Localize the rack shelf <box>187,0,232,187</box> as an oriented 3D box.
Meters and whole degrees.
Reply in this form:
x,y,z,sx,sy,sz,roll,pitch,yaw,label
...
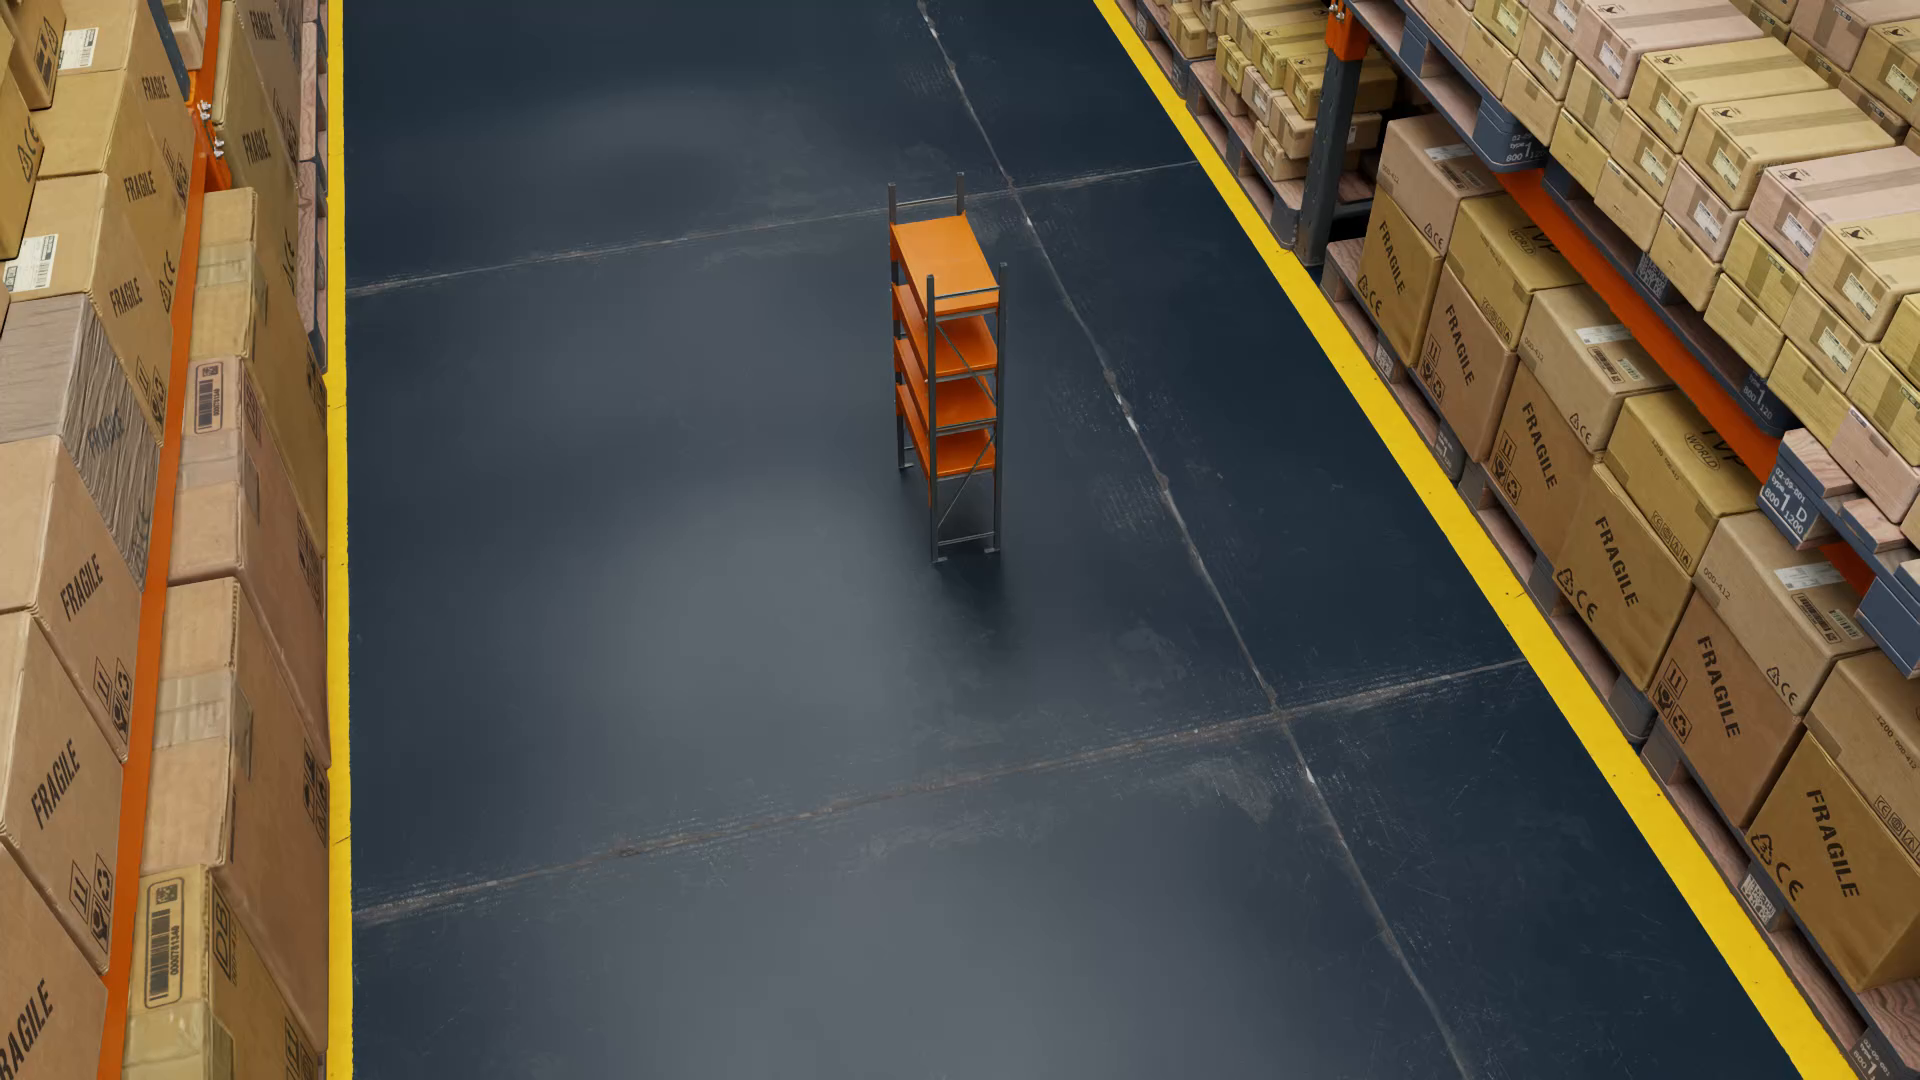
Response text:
x,y,z,sx,sy,sz,roll,pitch,yaw,label
-3.448,-2.591,6.693,1.077,0.370,4.000,-11,47,-10,rack shelf

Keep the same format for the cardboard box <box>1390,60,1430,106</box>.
x,y,z,sx,sy,sz,roll,pitch,yaw,label
1.996,-1.932,6.829,0.380,0.149,0.250,-9,46,-9,cardboard box

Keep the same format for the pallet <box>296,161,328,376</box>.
x,y,z,sx,sy,sz,roll,pitch,yaw,label
-3.055,-1.025,6.607,1.003,0.211,1.213,-11,47,-10,pallet

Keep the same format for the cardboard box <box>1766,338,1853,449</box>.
x,y,z,sx,sy,sz,roll,pitch,yaw,label
2.149,-0.375,3.899,0.380,0.149,0.250,-11,47,-11,cardboard box

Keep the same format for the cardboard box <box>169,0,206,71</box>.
x,y,z,sx,sy,sz,roll,pitch,yaw,label
-2.690,-1.639,5.432,0.380,0.149,0.250,-11,47,-10,cardboard box

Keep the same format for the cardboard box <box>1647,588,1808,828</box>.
x,y,z,sx,sy,sz,roll,pitch,yaw,label
2.358,0.425,4.689,0.500,0.500,0.500,-9,46,-9,cardboard box

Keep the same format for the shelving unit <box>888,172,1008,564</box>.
x,y,z,sx,sy,sz,roll,pitch,yaw,label
-0.042,-0.534,5.433,0.258,1.200,0.503,-11,47,-10,shelving unit

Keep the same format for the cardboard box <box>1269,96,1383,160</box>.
x,y,z,sx,sy,sz,roll,pitch,yaw,label
1.496,-1.712,6.821,0.380,0.149,0.250,-10,46,-10,cardboard box

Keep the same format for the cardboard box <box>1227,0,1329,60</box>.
x,y,z,sx,sy,sz,roll,pitch,yaw,label
1.367,-2.194,7.085,0.380,0.149,0.250,-11,47,-11,cardboard box

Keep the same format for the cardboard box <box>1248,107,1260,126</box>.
x,y,z,sx,sy,sz,roll,pitch,yaw,label
1.469,-1.851,7.166,0.380,0.149,0.250,-10,46,-9,cardboard box

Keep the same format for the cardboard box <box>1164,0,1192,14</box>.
x,y,z,sx,sy,sz,roll,pitch,yaw,label
1.188,-2.563,7.864,0.380,0.149,0.250,-10,46,-10,cardboard box

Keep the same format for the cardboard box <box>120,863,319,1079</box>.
x,y,z,sx,sy,sz,roll,pitch,yaw,label
-2.069,1.416,3.455,1.225,0.875,0.875,-13,47,-12,cardboard box

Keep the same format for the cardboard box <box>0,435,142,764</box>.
x,y,z,sx,sy,sz,roll,pitch,yaw,label
-2.042,0.171,3.412,0.500,0.500,0.500,-11,47,-11,cardboard box

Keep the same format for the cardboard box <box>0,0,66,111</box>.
x,y,z,sx,sy,sz,roll,pitch,yaw,label
-2.765,-1.408,4.258,0.797,0.503,0.637,-12,47,-11,cardboard box

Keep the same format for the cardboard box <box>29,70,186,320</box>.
x,y,z,sx,sy,sz,roll,pitch,yaw,label
-2.432,-0.881,4.443,0.500,0.500,0.500,-9,46,-9,cardboard box

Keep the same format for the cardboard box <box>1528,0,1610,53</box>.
x,y,z,sx,sy,sz,roll,pitch,yaw,label
1.809,-1.492,4.577,0.380,0.149,0.250,-11,47,-11,cardboard box

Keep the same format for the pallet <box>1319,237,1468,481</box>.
x,y,z,sx,sy,sz,roll,pitch,yaw,label
2.085,-0.786,6.372,1.003,0.211,1.213,-11,47,-10,pallet

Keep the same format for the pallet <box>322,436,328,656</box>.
x,y,z,sx,sy,sz,roll,pitch,yaw,label
-2.666,0.033,5.570,1.003,0.211,1.213,-11,47,-10,pallet

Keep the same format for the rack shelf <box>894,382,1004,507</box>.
x,y,z,sx,sy,sz,roll,pitch,yaw,label
-0.042,-0.348,5.623,0.258,0.148,0.480,-11,47,-10,rack shelf

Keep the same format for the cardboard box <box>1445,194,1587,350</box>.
x,y,z,sx,sy,sz,roll,pitch,yaw,label
1.957,-0.908,5.471,0.500,0.250,0.500,-10,46,-9,cardboard box

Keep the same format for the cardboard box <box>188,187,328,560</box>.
x,y,z,sx,sy,sz,roll,pitch,yaw,label
-2.753,-0.427,5.262,1.225,0.875,0.875,-11,47,-10,cardboard box

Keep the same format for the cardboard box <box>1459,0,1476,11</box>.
x,y,z,sx,sy,sz,roll,pitch,yaw,label
1.675,-1.749,5.038,0.380,0.149,0.250,-10,46,-9,cardboard box

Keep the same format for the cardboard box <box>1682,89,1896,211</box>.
x,y,z,sx,sy,sz,roll,pitch,yaw,label
2.011,-0.952,4.048,0.380,0.149,0.250,-9,46,-8,cardboard box

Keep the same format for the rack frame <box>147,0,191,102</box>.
x,y,z,sx,sy,sz,roll,pitch,yaw,label
-2.936,-1.462,5.082,1.000,3.000,0.127,-11,47,-10,rack frame

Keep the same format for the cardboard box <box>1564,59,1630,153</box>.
x,y,z,sx,sy,sz,roll,pitch,yaw,label
1.881,-1.201,4.500,0.380,0.149,0.250,-11,47,-11,cardboard box

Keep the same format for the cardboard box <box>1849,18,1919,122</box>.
x,y,z,sx,sy,sz,roll,pitch,yaw,label
2.579,-1.239,4.329,0.380,0.149,0.250,-11,47,-11,cardboard box

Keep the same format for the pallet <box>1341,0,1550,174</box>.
x,y,z,sx,sy,sz,roll,pitch,yaw,label
1.939,-1.678,5.428,1.003,0.211,1.213,-11,47,-10,pallet

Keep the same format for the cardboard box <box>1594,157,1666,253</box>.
x,y,z,sx,sy,sz,roll,pitch,yaw,label
1.942,-0.927,4.440,0.380,0.149,0.250,-13,47,-12,cardboard box

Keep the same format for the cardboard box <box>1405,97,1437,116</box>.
x,y,z,sx,sy,sz,roll,pitch,yaw,label
2.101,-1.861,6.967,0.380,0.149,0.250,-9,46,-8,cardboard box

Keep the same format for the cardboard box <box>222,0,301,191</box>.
x,y,z,sx,sy,sz,roll,pitch,yaw,label
-3.258,-1.957,6.761,0.875,0.875,0.875,-11,47,-10,cardboard box

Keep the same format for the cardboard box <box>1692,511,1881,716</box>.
x,y,z,sx,sy,sz,roll,pitch,yaw,label
2.340,0.157,4.427,0.500,0.250,0.500,-10,46,-10,cardboard box

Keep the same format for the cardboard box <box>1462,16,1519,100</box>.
x,y,z,sx,sy,sz,roll,pitch,yaw,label
1.741,-1.465,4.967,0.380,0.149,0.250,-10,46,-10,cardboard box

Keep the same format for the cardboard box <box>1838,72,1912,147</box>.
x,y,z,sx,sy,sz,roll,pitch,yaw,label
2.575,-1.145,4.446,0.380,0.149,0.250,-9,46,-9,cardboard box

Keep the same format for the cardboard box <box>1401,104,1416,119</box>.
x,y,z,sx,sy,sz,roll,pitch,yaw,label
2.102,-1.758,7.075,0.380,0.149,0.250,-13,47,-12,cardboard box

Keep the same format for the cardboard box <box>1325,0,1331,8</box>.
x,y,z,sx,sy,sz,roll,pitch,yaw,label
1.782,-2.474,7.360,0.380,0.149,0.250,-12,47,-11,cardboard box

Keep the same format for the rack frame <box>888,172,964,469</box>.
x,y,z,sx,sy,sz,roll,pitch,yaw,label
-0.105,-0.703,5.599,0.240,1.200,0.015,-11,47,-10,rack frame

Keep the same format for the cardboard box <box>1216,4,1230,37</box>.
x,y,z,sx,sy,sz,roll,pitch,yaw,label
1.360,-2.269,7.367,0.380,0.149,0.250,-10,46,-10,cardboard box

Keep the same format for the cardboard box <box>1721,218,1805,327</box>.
x,y,z,sx,sy,sz,roll,pitch,yaw,label
2.077,-0.669,3.979,0.380,0.149,0.250,-11,47,-11,cardboard box

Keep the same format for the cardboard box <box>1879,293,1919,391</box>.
x,y,z,sx,sy,sz,roll,pitch,yaw,label
2.211,-0.414,3.521,0.380,0.149,0.250,-9,46,-9,cardboard box

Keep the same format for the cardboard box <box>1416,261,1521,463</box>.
x,y,z,sx,sy,sz,roll,pitch,yaw,label
1.954,-0.647,5.740,0.500,0.500,0.500,-9,46,-9,cardboard box
